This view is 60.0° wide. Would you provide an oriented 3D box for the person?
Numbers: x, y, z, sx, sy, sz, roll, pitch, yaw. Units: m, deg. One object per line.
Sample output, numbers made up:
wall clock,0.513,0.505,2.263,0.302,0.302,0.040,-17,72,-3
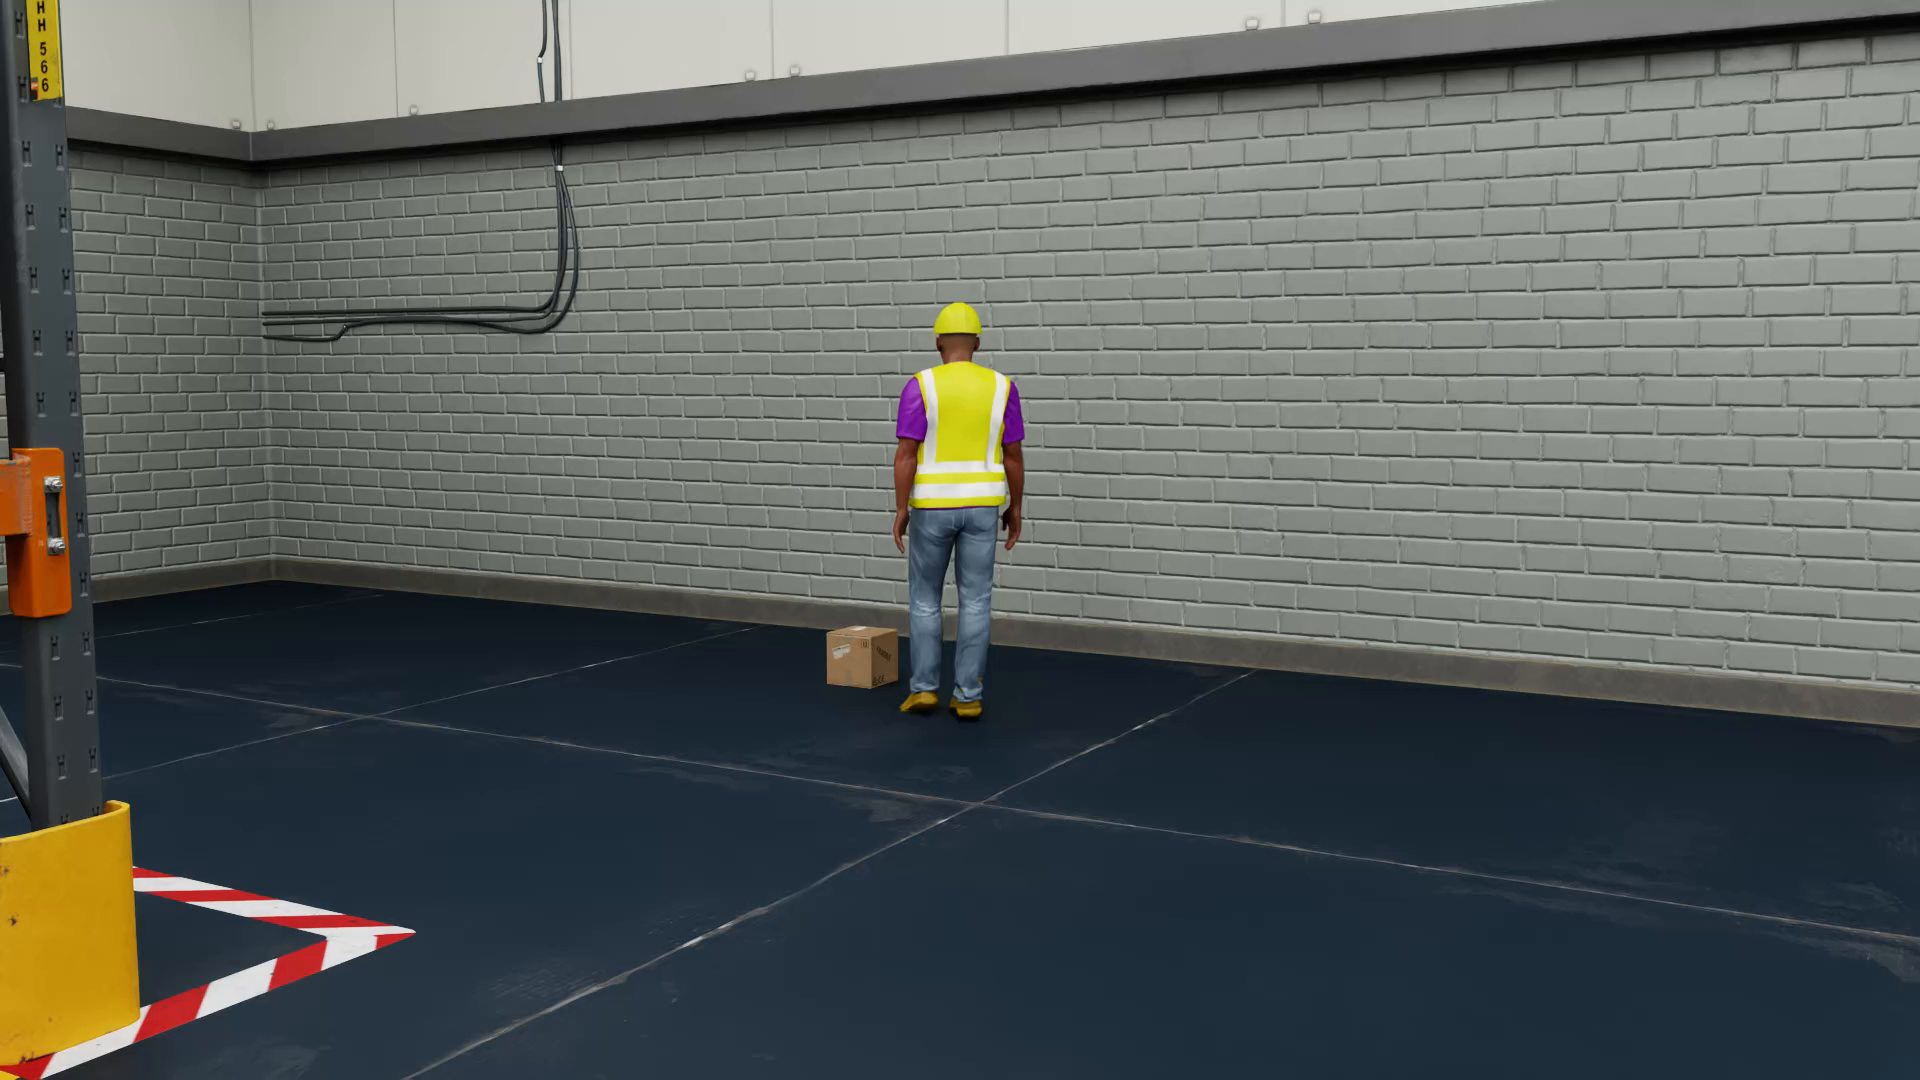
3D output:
person,-0.016,-0.094,7.202,0.585,1.848,0.481,-1,6,-10
